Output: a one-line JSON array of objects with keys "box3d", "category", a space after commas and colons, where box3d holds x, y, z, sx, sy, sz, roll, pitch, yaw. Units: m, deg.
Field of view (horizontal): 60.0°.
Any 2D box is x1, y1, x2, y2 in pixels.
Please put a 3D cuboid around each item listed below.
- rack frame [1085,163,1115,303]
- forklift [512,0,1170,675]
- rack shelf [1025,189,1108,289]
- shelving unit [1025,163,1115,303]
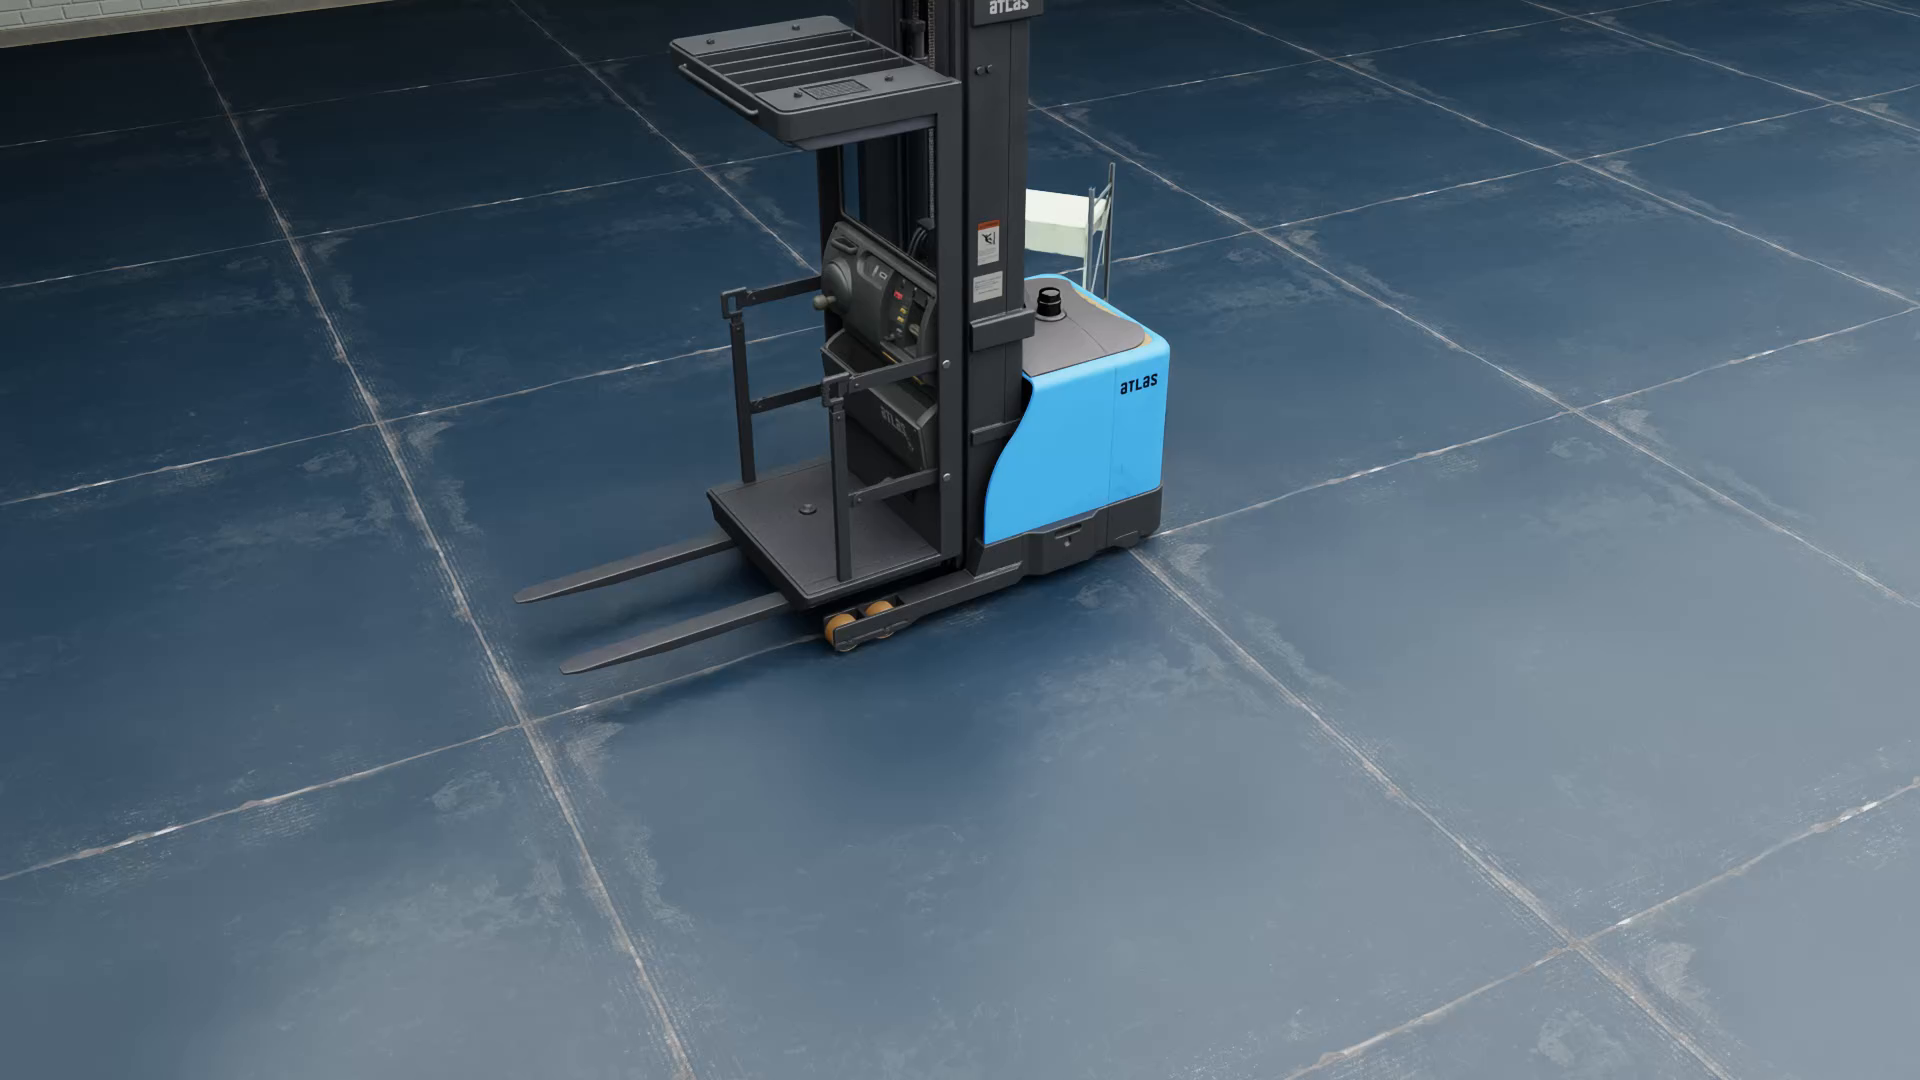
[{"box3d": [0.711, -1.186, 8.711, 0.023, 1.500, 0.400, 11, 34, 17], "category": "rack frame"}, {"box3d": [-0.537, -1.060, 7.188, 3.031, 2.935, 1.130, -18, 37, -26], "category": "forklift"}, {"box3d": [0.367, -1.583, 8.607, 0.720, 0.370, 0.431, 11, 34, 17], "category": "rack shelf"}, {"box3d": [0.367, -1.254, 8.817, 0.755, 1.500, 0.431, 11, 34, 17], "category": "shelving unit"}]
